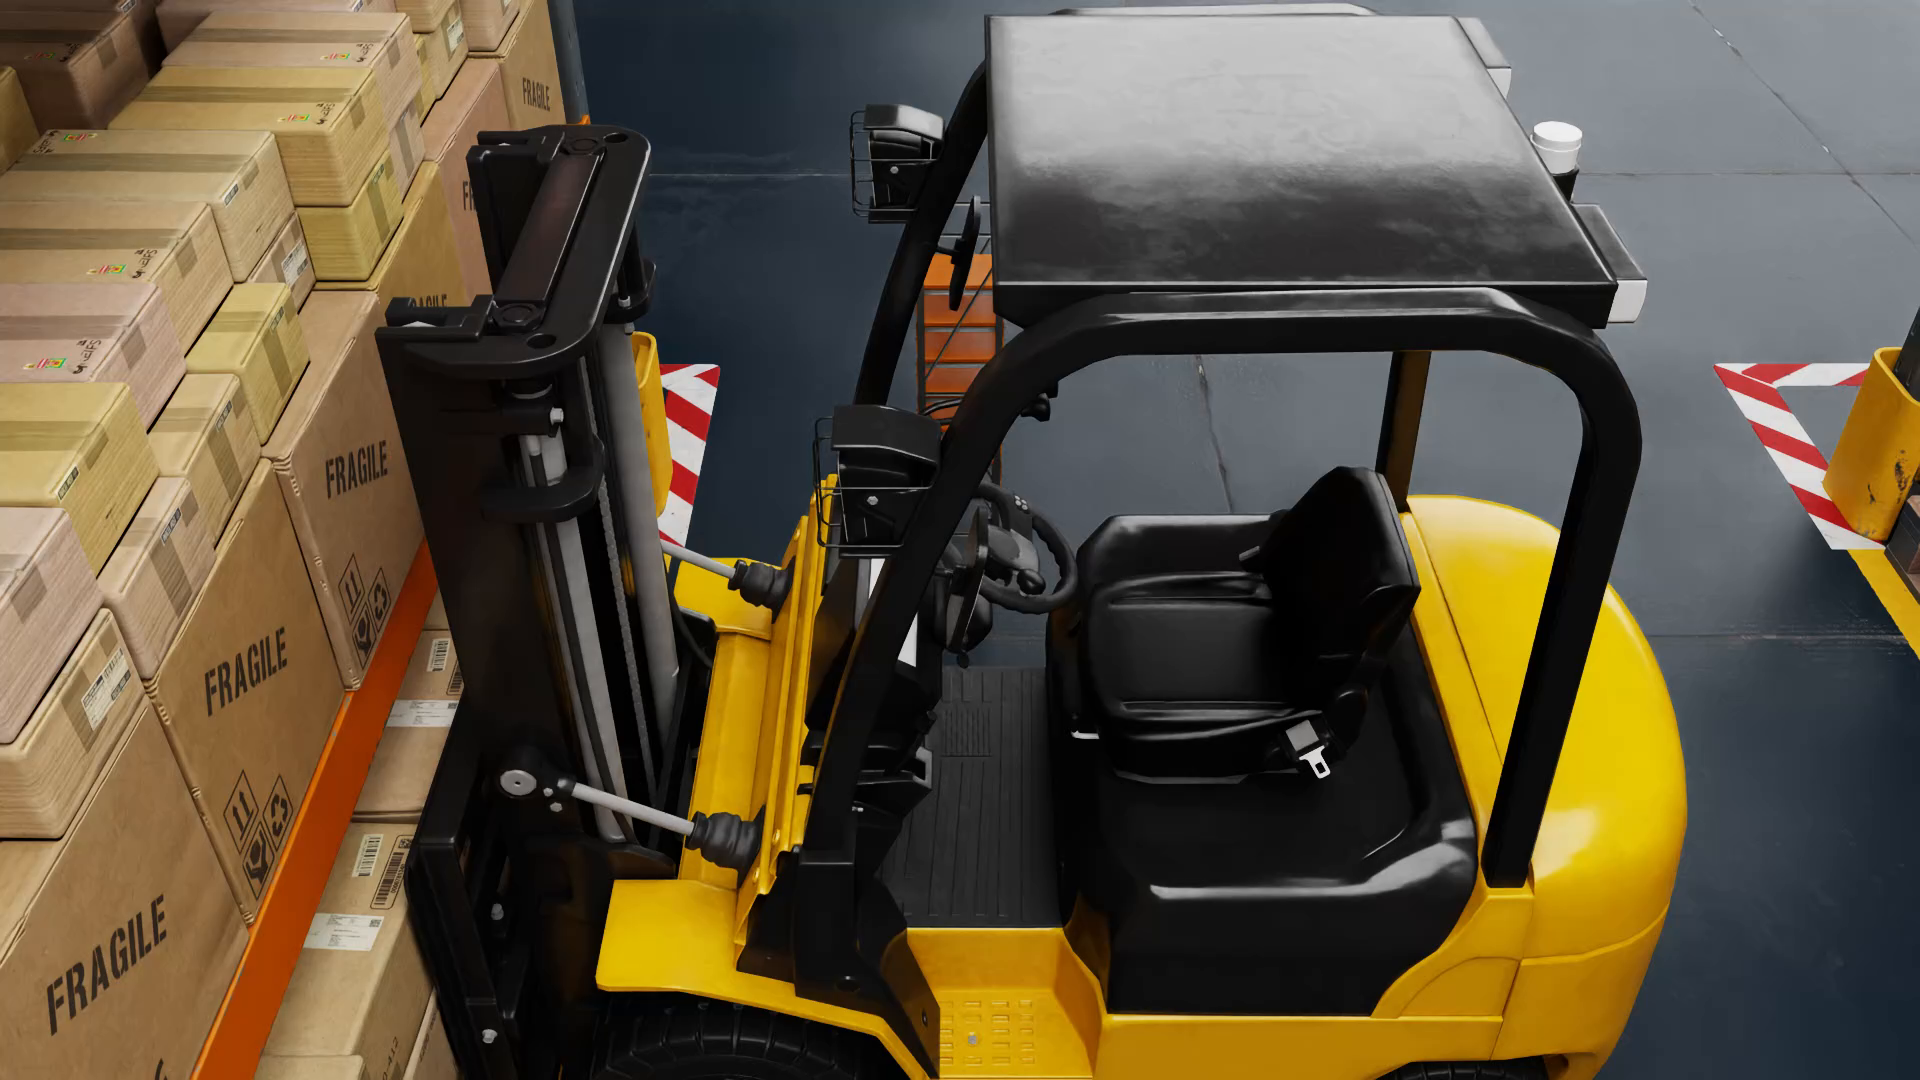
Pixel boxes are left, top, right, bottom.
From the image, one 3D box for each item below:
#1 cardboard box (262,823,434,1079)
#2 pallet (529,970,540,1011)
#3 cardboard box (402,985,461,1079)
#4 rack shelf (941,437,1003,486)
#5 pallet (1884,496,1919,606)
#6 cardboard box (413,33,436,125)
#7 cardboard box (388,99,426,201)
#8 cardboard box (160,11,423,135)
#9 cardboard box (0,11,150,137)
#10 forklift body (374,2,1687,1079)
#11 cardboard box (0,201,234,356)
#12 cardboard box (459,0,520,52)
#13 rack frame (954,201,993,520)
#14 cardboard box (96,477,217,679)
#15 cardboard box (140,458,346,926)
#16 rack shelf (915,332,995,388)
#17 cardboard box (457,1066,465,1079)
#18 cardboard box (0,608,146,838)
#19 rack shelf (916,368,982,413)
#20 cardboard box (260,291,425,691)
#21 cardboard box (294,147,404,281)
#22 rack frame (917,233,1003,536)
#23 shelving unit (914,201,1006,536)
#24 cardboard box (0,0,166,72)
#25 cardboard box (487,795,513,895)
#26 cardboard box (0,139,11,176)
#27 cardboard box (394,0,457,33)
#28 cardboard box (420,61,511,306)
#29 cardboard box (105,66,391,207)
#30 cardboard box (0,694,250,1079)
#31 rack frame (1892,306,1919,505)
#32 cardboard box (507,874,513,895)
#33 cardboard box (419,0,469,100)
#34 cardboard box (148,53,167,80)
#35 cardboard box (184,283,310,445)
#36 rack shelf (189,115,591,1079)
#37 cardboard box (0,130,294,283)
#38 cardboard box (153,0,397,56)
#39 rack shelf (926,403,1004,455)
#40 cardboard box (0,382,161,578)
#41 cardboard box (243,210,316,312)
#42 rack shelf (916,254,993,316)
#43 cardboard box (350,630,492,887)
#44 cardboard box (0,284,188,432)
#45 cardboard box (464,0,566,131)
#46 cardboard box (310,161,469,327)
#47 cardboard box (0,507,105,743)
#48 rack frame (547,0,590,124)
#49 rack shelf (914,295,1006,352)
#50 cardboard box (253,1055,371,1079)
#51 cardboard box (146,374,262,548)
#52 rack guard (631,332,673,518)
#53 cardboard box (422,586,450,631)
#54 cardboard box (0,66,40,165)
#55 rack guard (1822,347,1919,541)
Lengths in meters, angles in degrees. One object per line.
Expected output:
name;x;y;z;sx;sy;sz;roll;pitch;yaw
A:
cardboard box;-1.225;0.769;2.955;0.500;0.250;0.500;1;39;1
pallet;-1.499;1.010;3.821;1.003;0.211;1.213;0;39;0
cardboard box;-1.220;0.966;3.109;0.500;0.250;0.500;0;39;0
rack shelf;0.000;-0.255;5.064;0.258;0.103;0.180;0;39;0
pallet;3.389;0.320;4.682;1.003;0.211;1.213;0;39;0
cardboard box;-1.302;-0.916;3.396;0.380;0.149;0.250;0;39;0
cardboard box;-1.255;-0.749;3.187;0.380;0.149;0.250;-1;39;-2
cardboard box;-1.234;-0.866;3.095;0.380;0.149;0.250;1;39;1
cardboard box;-1.762;-0.867;3.097;0.380;0.149;0.250;1;39;1
forklift body;0.286;0.198;3.283;2.313;2.155;1.214;0;39;0
cardboard box;-1.339;-0.385;2.496;0.380;0.149;0.250;0;39;0
cardboard box;-1.230;-1.233;3.792;0.380;0.149;0.250;1;39;1
rack frame;0.000;-0.534;4.957;0.240;1.200;0.006;0;39;0
cardboard box;-1.228;0.049;2.192;0.380;0.149;0.250;0;39;-1
cardboard box;-1.294;0.225;2.491;0.500;0.500;0.500;0;39;0
rack shelf;0.000;-0.536;4.839;0.258;0.103;0.180;0;39;0
cardboard box;-1.238;1.151;3.278;0.500;0.250;0.500;1;39;1
cardboard box;-1.230;0.213;1.987;0.380;0.149;0.250;1;39;1
rack shelf;0.000;-0.443;4.914;0.258;0.103;0.180;0;39;0
cardboard box;-1.274;-0.090;2.884;0.500;0.500;0.500;0;39;0
cardboard box;-1.234;-0.591;2.990;0.380;0.149;0.250;0;39;0
rack frame;0.000;-0.420;4.815;0.240;1.200;0.006;0;39;0
shelving unit;0.000;-0.477;4.886;0.258;1.200;0.189;0;39;0
cardboard box;-1.788;-1.032;3.303;0.380;0.149;0.250;0;39;0
cardboard box;-1.219;0.650;3.504;0.500;0.250;0.500;0;39;0
cardboard box;-1.781;-0.548;2.699;0.380;0.149;0.250;0;39;0
cardboard box;-1.271;-1.184;3.493;0.380;0.149;0.250;1;39;1
cardboard box;-1.286;-0.725;3.676;0.500;0.500;0.500;1;39;1
cardboard box;-1.228;-0.704;2.893;0.380;0.149;0.250;1;39;1
cardboard box;-1.293;0.541;2.096;0.500;0.500;0.500;1;39;1
rack frame;3.423;-1.324;4.503;1.000;3.000;0.127;0;39;0
cardboard box;-1.219;0.834;3.674;0.500;0.250;0.500;1;39;1
cardboard box;-1.291;-1.071;3.589;0.380;0.149;0.250;1;39;1
cardboard box;-1.802;-0.917;3.397;0.380;0.149;0.250;-1;39;-2
cardboard box;-1.255;-0.275;2.596;0.380;0.149;0.250;-1;39;-1
rack shelf;-1.538;0.214;3.160;1.077;0.370;4.000;0;39;0
cardboard box;-1.322;-0.543;2.692;0.380;0.149;0.250;0;39;1
cardboard box;-1.345;-1.028;3.298;0.380;0.149;0.250;0;39;0
rack shelf;0.000;-0.349;4.989;0.258;0.103;0.180;0;39;0
cardboard box;-1.265;-0.070;2.103;0.380;0.149;0.250;-1;39;-1
cardboard box;-1.324;-0.435;2.795;0.380;0.149;0.250;0;39;0
rack shelf;0.000;-0.724;4.689;0.258;0.103;0.180;0;39;0
cardboard box;-1.218;0.441;3.365;0.500;0.250;0.500;-1;39;-1
cardboard box;-1.321;-0.230;2.301;0.380;0.149;0.250;0;39;0
cardboard box;-1.278;-1.049;4.081;0.500;0.500;0.500;-1;39;-1
cardboard box;-1.285;-0.404;3.276;0.500;0.500;0.500;-1;39;-1
cardboard box;-1.237;0.092;1.900;0.380;0.149;0.250;1;39;1
rack frame;-1.541;-1.318;4.496;1.000;3.000;0.127;0;39;0
rack shelf;0.000;-0.630;4.764;0.258;0.103;0.180;0;39;0
cardboard box;-1.213;1.080;2.567;0.500;0.250;0.500;0;39;0
cardboard box;-1.246;-0.108;2.388;0.380;0.149;0.250;-1;39;-1
rack guard;-1.541;-0.357;5.296;1.175;0.500;0.348;0;39;0
cardboard box;-1.211;0.124;3.760;0.500;0.250;0.500;0;39;1
cardboard box;-1.860;-0.703;2.892;0.380;0.149;0.250;-1;39;-1
rack guard;3.423;-0.301;5.225;1.175;0.500;0.348;0;39;0
